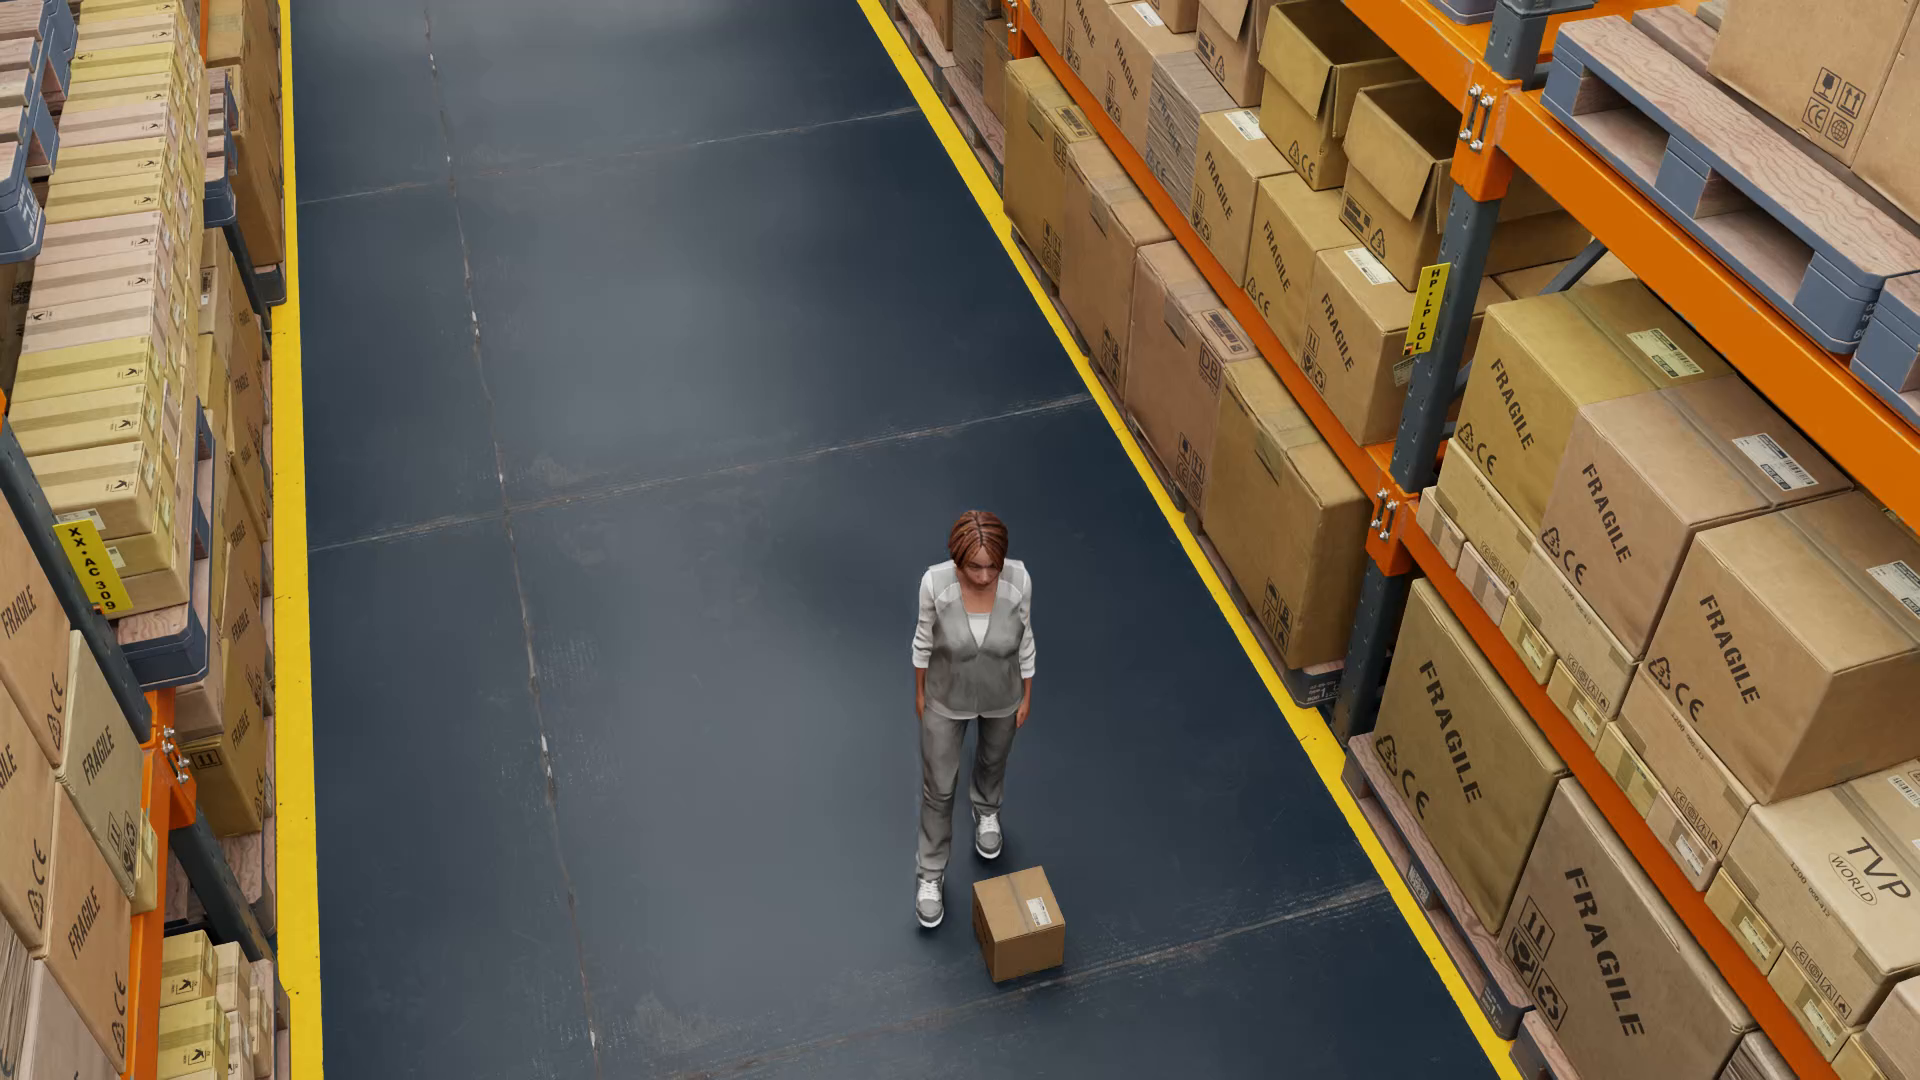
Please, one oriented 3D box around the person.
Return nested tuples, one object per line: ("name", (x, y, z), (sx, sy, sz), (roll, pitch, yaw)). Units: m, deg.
("person", (0.038, 0.591, 5.516), (0.456, 1.594, 0.572), (-6, 43, -6))
